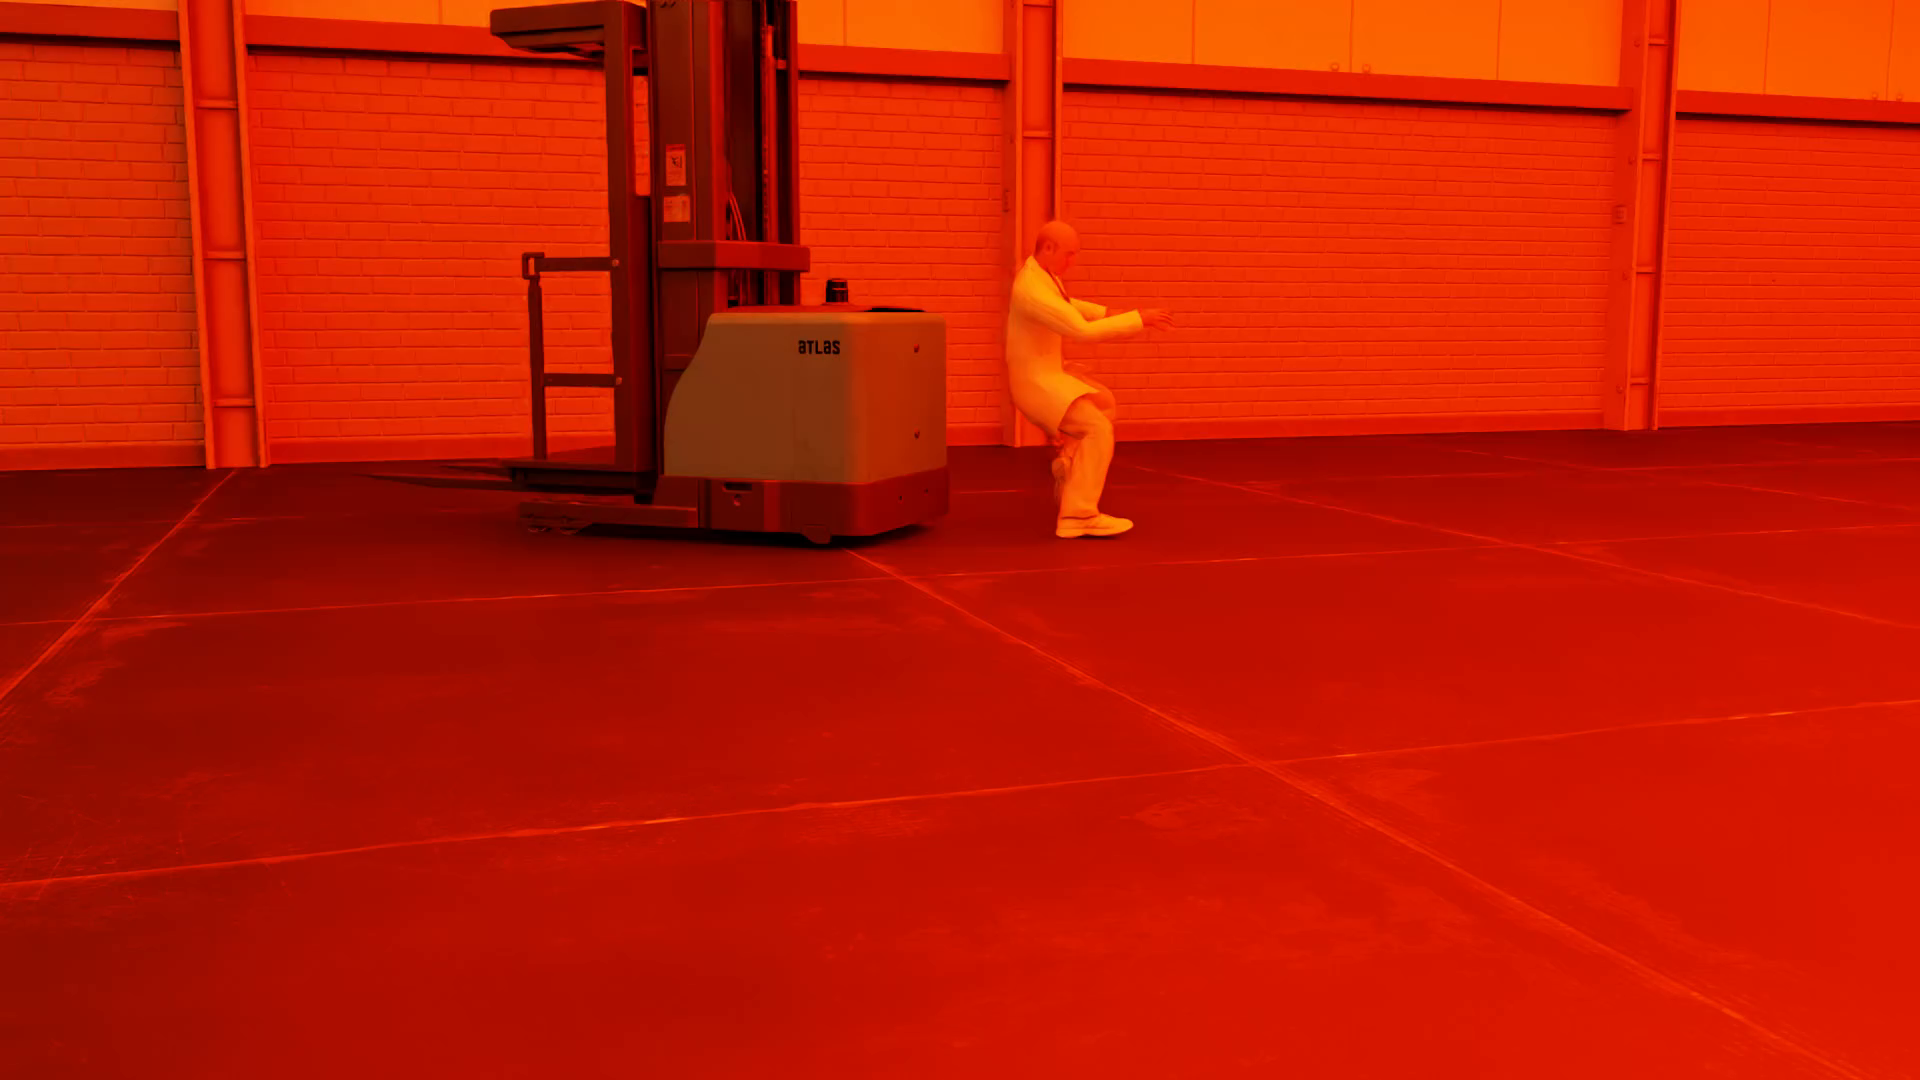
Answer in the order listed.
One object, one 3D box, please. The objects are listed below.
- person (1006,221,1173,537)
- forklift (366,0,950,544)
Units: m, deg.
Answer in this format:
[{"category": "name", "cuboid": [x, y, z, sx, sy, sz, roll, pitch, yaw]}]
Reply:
[{"category": "person", "cuboid": [0.639, -0.823, 8.328, 0.827, 1.521, 0.949, 1, 8, 5]}, {"category": "forklift", "cuboid": [-1.619, -1.536, 8.345, 3.031, 2.935, 1.130, 3, 8, 22]}]
